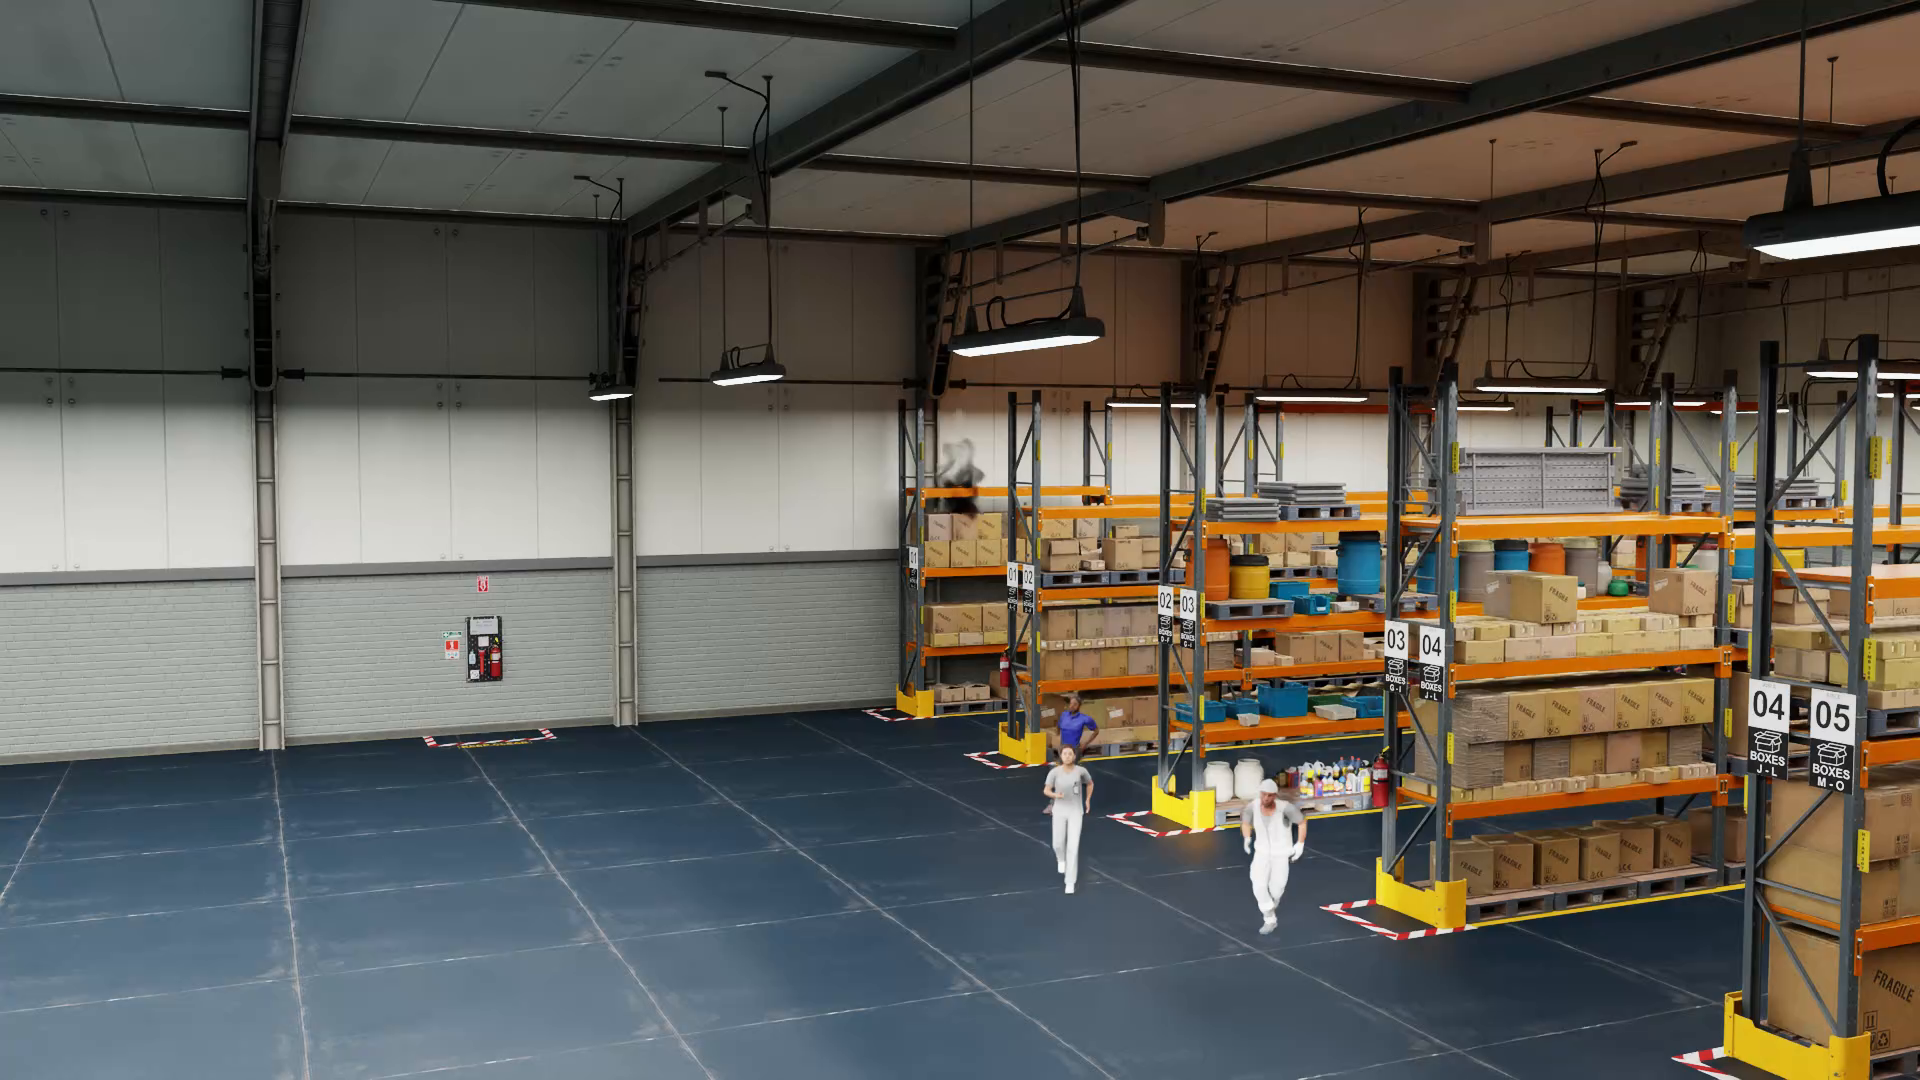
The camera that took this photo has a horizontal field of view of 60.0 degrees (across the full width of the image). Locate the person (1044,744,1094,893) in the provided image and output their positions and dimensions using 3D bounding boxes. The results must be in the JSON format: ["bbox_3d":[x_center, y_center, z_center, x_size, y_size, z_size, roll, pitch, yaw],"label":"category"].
[{"bbox_3d":[1.262,3.186,19.329,0.576,1.645,0.937,0,3,7],"label":"person"}]

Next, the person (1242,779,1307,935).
[{"bbox_3d":[3.326,3.310,17.555,0.677,1.695,0.881,2,4,25],"label":"person"}]

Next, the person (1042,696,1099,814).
[{"bbox_3d":[1.584,2.986,23.262,0.614,1.655,0.830,3,5,43],"label":"person"}]
